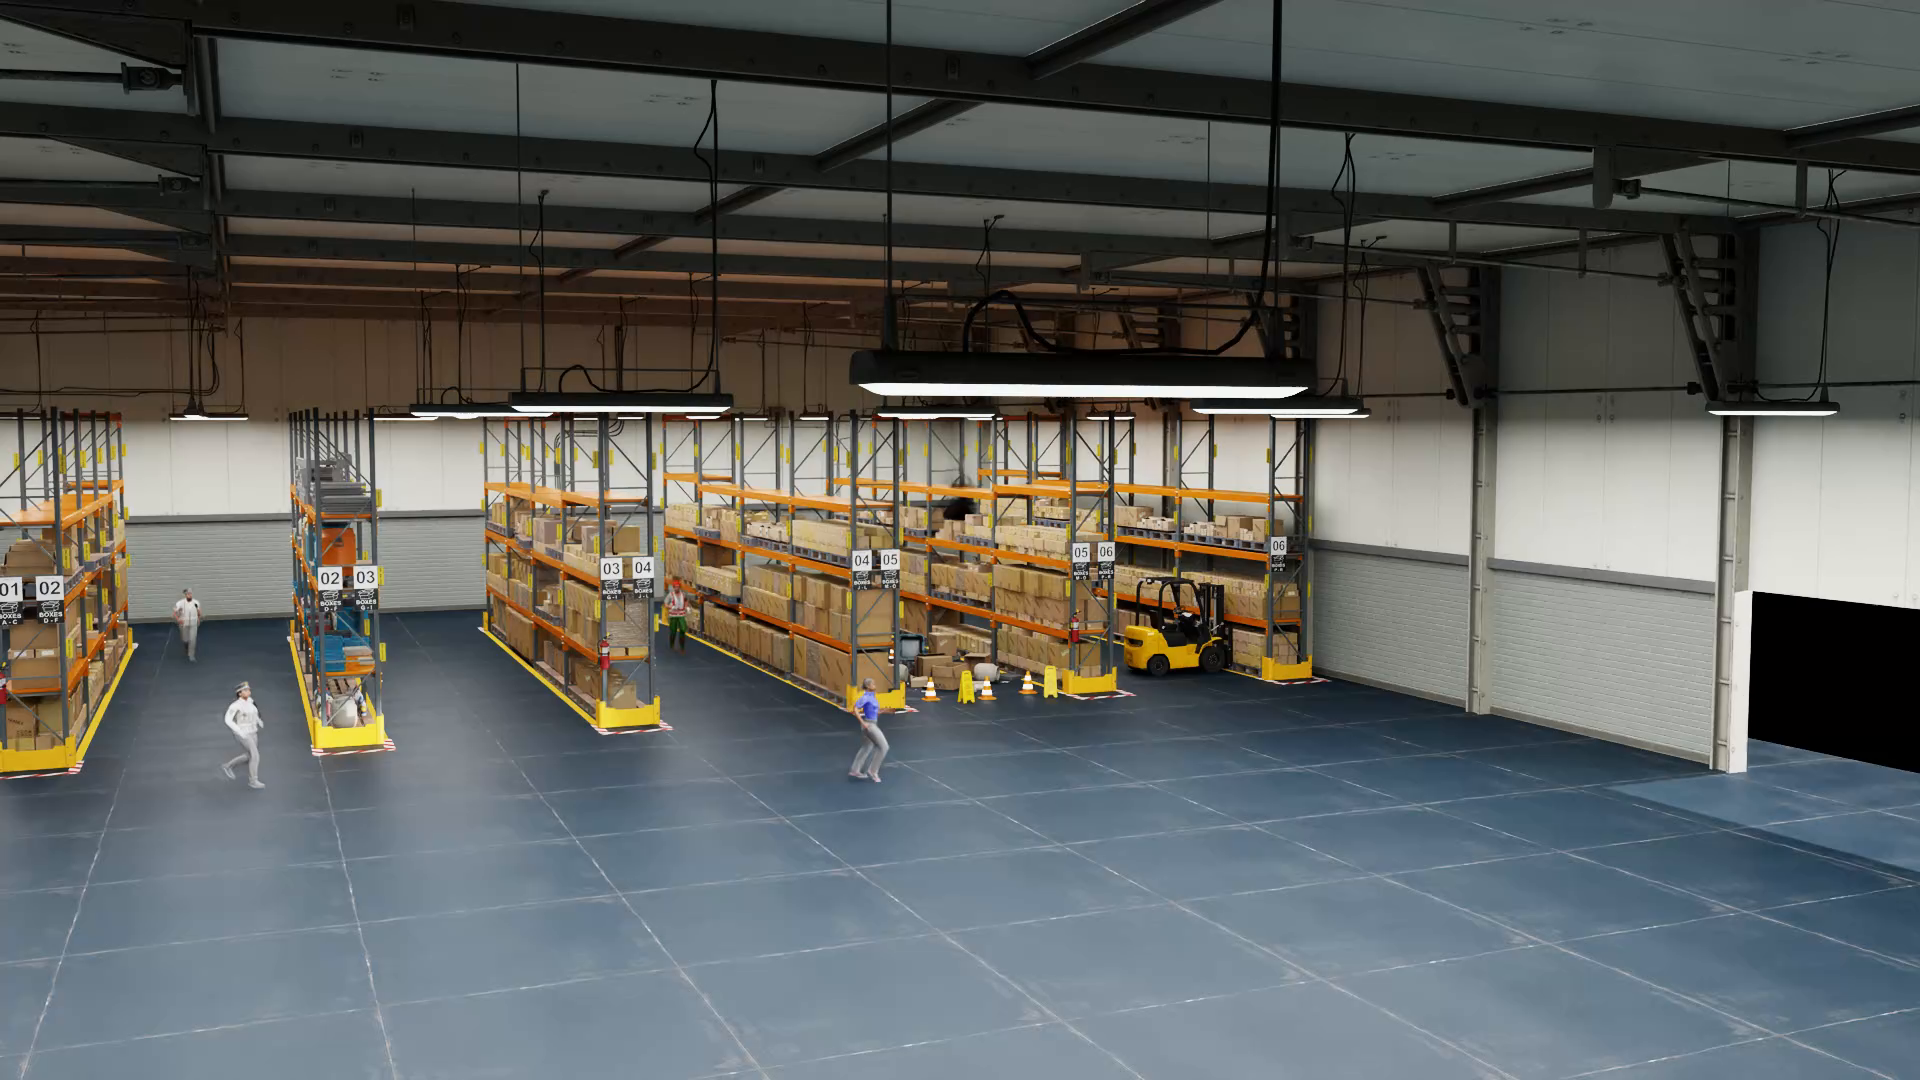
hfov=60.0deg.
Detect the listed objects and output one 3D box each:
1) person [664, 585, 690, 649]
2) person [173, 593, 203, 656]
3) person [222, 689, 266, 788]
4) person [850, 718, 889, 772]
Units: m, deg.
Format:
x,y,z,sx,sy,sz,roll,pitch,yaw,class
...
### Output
x,y,z,sx,sy,sz,roll,pitch,yaw,class
-7.024,1.888,41.333,0.686,1.651,0.765,-2,4,-23,person
-18.694,2.016,40.297,0.658,1.604,0.544,-3,5,-34,person
-11.299,3.090,26.208,0.725,1.634,0.612,1,4,9,person
-1.453,3.281,26.611,0.636,0.909,0.371,0,4,-2,person
